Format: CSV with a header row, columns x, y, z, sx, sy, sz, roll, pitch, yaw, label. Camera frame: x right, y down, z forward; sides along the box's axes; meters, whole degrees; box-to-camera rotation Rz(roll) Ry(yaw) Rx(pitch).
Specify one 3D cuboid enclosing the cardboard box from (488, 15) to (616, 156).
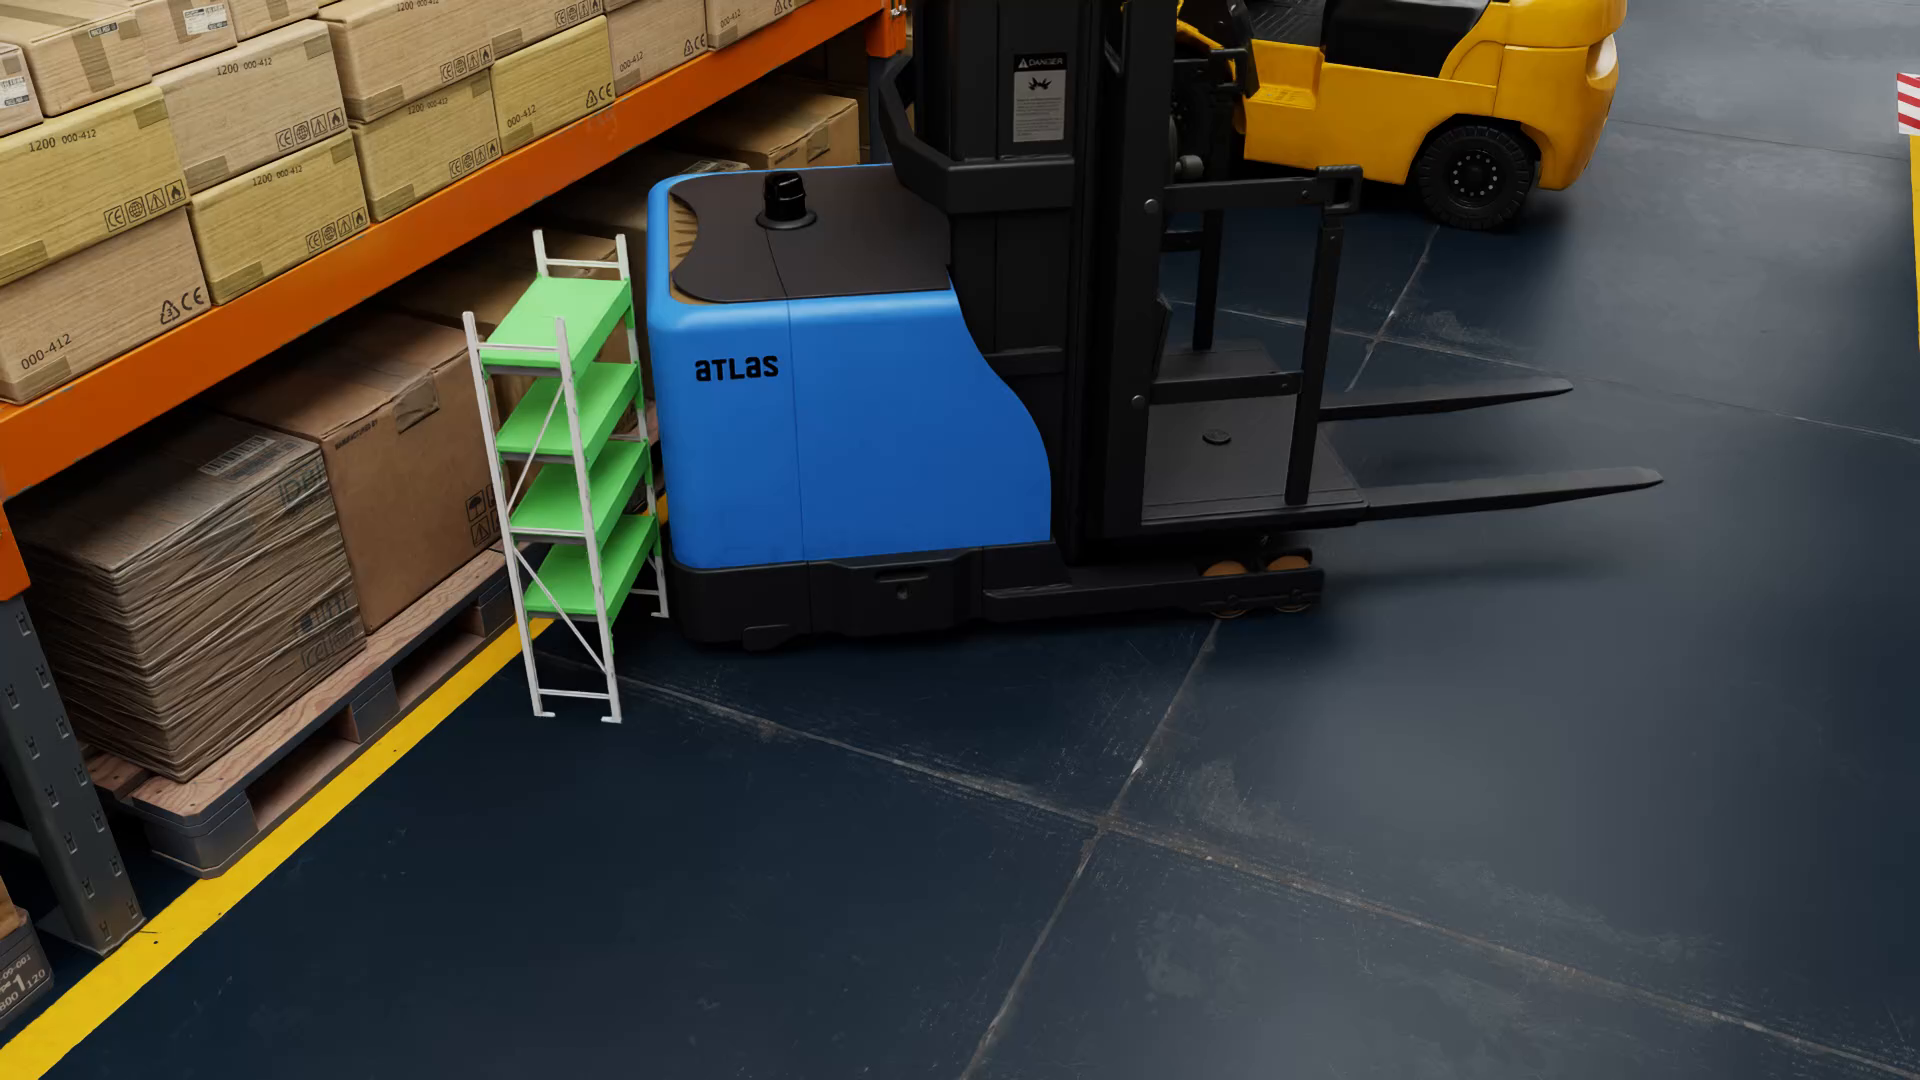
x,y,z,sx,sy,sz,roll,pitch,yaw,label
-1.327,-1.311,4.651,0.500,0.250,0.500,15,36,22,cardboard box

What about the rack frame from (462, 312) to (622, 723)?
x,y,z,sx,sy,sz,roll,pitch,yaw,label
-1.036,-0.018,4.184,0.240,1.200,0.015,4,33,6,rack frame

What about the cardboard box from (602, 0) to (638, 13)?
x,y,z,sx,sy,sz,roll,pitch,yaw,label
-1.105,-1.768,4.891,0.500,0.250,0.500,15,36,21,cardboard box

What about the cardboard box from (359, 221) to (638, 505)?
x,y,z,sx,sy,sz,roll,pitch,yaw,label
-1.556,-0.596,5.206,0.875,0.625,0.625,13,35,19,cardboard box

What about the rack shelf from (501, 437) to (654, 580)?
x,y,z,sx,sy,sz,roll,pitch,yaw,label
-1.007,-0.098,4.421,0.258,0.148,0.480,4,33,6,rack shelf

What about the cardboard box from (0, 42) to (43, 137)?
x,y,z,sx,sy,sz,roll,pitch,yaw,label
-1.976,-0.848,3.124,0.380,0.149,0.250,15,36,22,cardboard box

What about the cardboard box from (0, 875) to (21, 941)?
x,y,z,sx,sy,sz,roll,pitch,yaw,label
-2.359,0.686,3.364,0.500,0.500,0.500,15,36,22,cardboard box

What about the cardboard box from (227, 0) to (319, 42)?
x,y,z,sx,sy,sz,roll,pitch,yaw,label
-1.684,-1.248,3.735,0.380,0.149,0.250,15,36,21,cardboard box

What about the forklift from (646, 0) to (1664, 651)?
x,y,z,sx,sy,sz,roll,pitch,yaw,label
0.624,-1.278,4.526,3.031,2.935,1.130,-5,34,-7,forklift

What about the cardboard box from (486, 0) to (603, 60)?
x,y,z,sx,sy,sz,roll,pitch,yaw,label
-1.333,-1.520,4.514,0.500,0.250,0.500,15,36,21,cardboard box

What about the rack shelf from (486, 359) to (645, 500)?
x,y,z,sx,sy,sz,roll,pitch,yaw,label
-1.007,-0.298,4.290,0.258,0.148,0.480,4,33,6,rack shelf

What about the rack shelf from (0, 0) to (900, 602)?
x,y,z,sx,sy,sz,roll,pitch,yaw,label
-1.541,-1.139,4.907,1.077,0.370,4.000,14,36,20,rack shelf

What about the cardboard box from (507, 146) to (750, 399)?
x,y,z,sx,sy,sz,roll,pitch,yaw,label
-1.244,-0.971,5.778,0.875,0.625,0.625,14,36,20,cardboard box

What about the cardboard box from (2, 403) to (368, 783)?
x,y,z,sx,sy,sz,roll,pitch,yaw,label
-2.104,0.067,4.196,0.875,0.625,0.625,15,36,22,cardboard box

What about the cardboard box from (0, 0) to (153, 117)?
x,y,z,sx,sy,sz,roll,pitch,yaw,label
-1.866,-0.981,3.328,0.380,0.149,0.250,15,36,22,cardboard box

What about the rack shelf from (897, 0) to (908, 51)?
x,y,z,sx,sy,sz,roll,pitch,yaw,label
0.133,-3.131,7.945,1.077,0.370,4.000,14,36,20,rack shelf

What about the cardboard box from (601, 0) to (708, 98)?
x,y,z,sx,sy,sz,roll,pitch,yaw,label
-1.118,-1.570,5.045,0.500,0.250,0.500,14,36,21,cardboard box

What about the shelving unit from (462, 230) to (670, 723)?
x,y,z,sx,sy,sz,roll,pitch,yaw,label
-1.007,-0.151,4.386,0.258,1.200,0.503,4,33,6,shelving unit

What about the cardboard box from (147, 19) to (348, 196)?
x,y,z,sx,sy,sz,roll,pitch,yaw,label
-1.759,-1.004,3.726,0.500,0.250,0.500,15,36,22,cardboard box

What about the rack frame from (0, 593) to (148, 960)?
x,y,z,sx,sy,sz,roll,pitch,yaw,label
-2.377,-0.443,3.191,1.000,3.000,0.127,14,36,20,rack frame

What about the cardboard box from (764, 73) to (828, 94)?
x,y,z,sx,sy,sz,roll,pitch,yaw,label
-0.686,-1.960,7.172,0.500,0.250,0.500,13,36,19,cardboard box

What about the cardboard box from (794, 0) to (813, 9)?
x,y,z,sx,sy,sz,roll,pitch,yaw,label
-0.677,-2.062,5.796,0.500,0.250,0.500,15,36,22,cardboard box

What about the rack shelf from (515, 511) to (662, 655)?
x,y,z,sx,sy,sz,roll,pitch,yaw,label
-1.007,0.103,4.553,0.258,0.148,0.480,4,33,6,rack shelf

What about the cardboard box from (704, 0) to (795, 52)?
x,y,z,sx,sy,sz,roll,pitch,yaw,label
-0.882,-1.810,5.412,0.500,0.250,0.500,14,36,20,cardboard box

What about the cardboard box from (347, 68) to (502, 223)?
x,y,z,sx,sy,sz,roll,pitch,yaw,label
-1.546,-1.053,4.257,0.500,0.250,0.500,13,35,19,cardboard box

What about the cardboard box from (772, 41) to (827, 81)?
x,y,z,sx,sy,sz,roll,pitch,yaw,label
-0.674,-2.169,7.035,0.500,0.250,0.500,15,36,21,cardboard box

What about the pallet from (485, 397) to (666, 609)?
x,y,z,sx,sy,sz,roll,pitch,yaw,label
-1.486,-0.284,5.490,1.003,0.211,1.213,14,36,20,pallet

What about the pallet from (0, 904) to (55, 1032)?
x,y,z,sx,sy,sz,roll,pitch,yaw,label
-2.724,1.086,3.401,1.003,0.211,1.213,14,36,20,pallet

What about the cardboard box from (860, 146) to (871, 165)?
x,y,z,sx,sy,sz,roll,pitch,yaw,label
-0.201,-1.626,7.119,0.500,0.250,0.500,15,36,21,cardboard box

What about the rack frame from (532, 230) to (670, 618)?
x,y,z,sx,sy,sz,roll,pitch,yaw,label
-0.977,-0.284,4.589,0.240,1.200,0.015,4,33,6,rack frame

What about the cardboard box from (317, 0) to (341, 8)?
x,y,z,sx,sy,sz,roll,pitch,yaw,label
-1.606,-1.380,3.936,0.380,0.149,0.250,15,36,21,cardboard box

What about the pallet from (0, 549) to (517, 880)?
x,y,z,sx,sy,sz,roll,pitch,yaw,label
-1.997,0.322,4.567,1.003,0.211,1.213,14,36,20,pallet

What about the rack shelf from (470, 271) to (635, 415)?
x,y,z,sx,sy,sz,roll,pitch,yaw,label
-1.007,-0.499,4.158,0.258,0.148,0.480,4,33,6,rack shelf

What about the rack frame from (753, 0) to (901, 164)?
x,y,z,sx,sy,sz,roll,pitch,yaw,label
-0.704,-2.436,6.229,1.000,3.000,0.127,14,36,20,rack frame

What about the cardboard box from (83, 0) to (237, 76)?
x,y,z,sx,sy,sz,roll,pitch,yaw,label
-1.782,-1.115,3.532,0.380,0.149,0.250,15,36,22,cardboard box

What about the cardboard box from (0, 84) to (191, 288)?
x,y,z,sx,sy,sz,roll,pitch,yaw,label
-1.947,-0.749,3.337,0.500,0.250,0.500,14,36,20,cardboard box

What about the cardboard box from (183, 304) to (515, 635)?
x,y,z,sx,sy,sz,roll,pitch,yaw,label
-1.838,-0.261,4.695,0.875,0.625,0.625,15,36,22,cardboard box

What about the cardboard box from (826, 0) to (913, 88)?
x,y,z,sx,sy,sz,roll,pitch,yaw,label
-0.216,-2.048,6.851,0.500,0.250,0.500,14,36,20,cardboard box

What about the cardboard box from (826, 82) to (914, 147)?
x,y,z,sx,sy,sz,roll,pitch,yaw,label
-0.221,-1.840,6.990,0.500,0.250,0.500,14,36,20,cardboard box

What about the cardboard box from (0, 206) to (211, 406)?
x,y,z,sx,sy,sz,roll,pitch,yaw,label
-1.970,-0.546,3.483,0.500,0.250,0.500,14,36,21,cardboard box

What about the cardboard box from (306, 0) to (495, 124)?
x,y,z,sx,sy,sz,roll,pitch,yaw,label
-1.524,-1.260,4.117,0.500,0.250,0.500,13,36,19,cardboard box

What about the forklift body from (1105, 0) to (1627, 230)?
x,y,z,sx,sy,sz,roll,pitch,yaw,label
1.833,-2.710,7.421,2.313,2.155,1.214,14,36,20,forklift body

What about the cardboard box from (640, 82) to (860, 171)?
x,y,z,sx,sy,sz,roll,pitch,yaw,label
-0.912,-1.356,6.365,0.875,0.625,0.625,16,36,23,cardboard box

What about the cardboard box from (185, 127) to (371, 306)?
x,y,z,sx,sy,sz,roll,pitch,yaw,label
-1.755,-0.795,3.864,0.500,0.250,0.500,13,36,19,cardboard box
